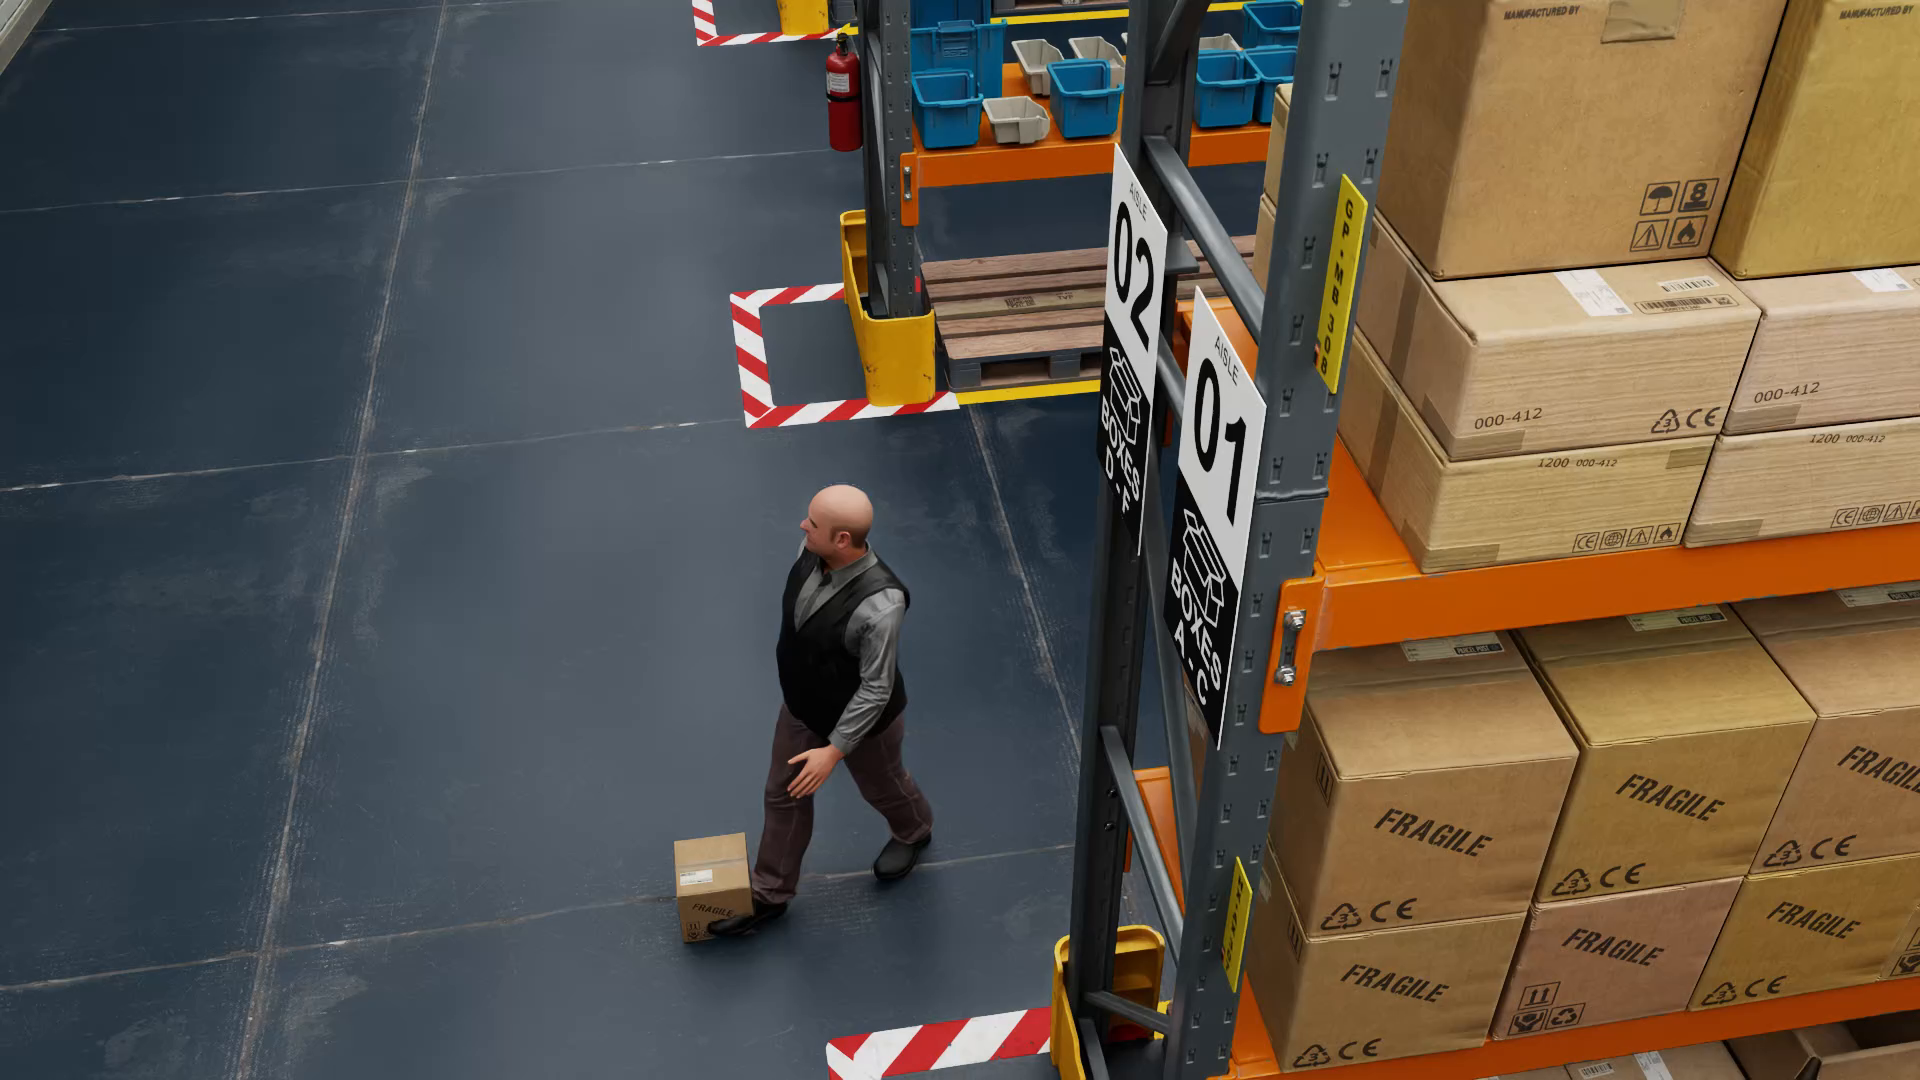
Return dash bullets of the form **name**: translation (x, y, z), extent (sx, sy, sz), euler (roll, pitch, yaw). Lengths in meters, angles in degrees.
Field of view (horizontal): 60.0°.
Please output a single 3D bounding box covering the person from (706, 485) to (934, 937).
- **person**: translation (-0.465, 0.587, 5.420), extent (0.902, 1.674, 0.578), euler (-29, 47, -31)
